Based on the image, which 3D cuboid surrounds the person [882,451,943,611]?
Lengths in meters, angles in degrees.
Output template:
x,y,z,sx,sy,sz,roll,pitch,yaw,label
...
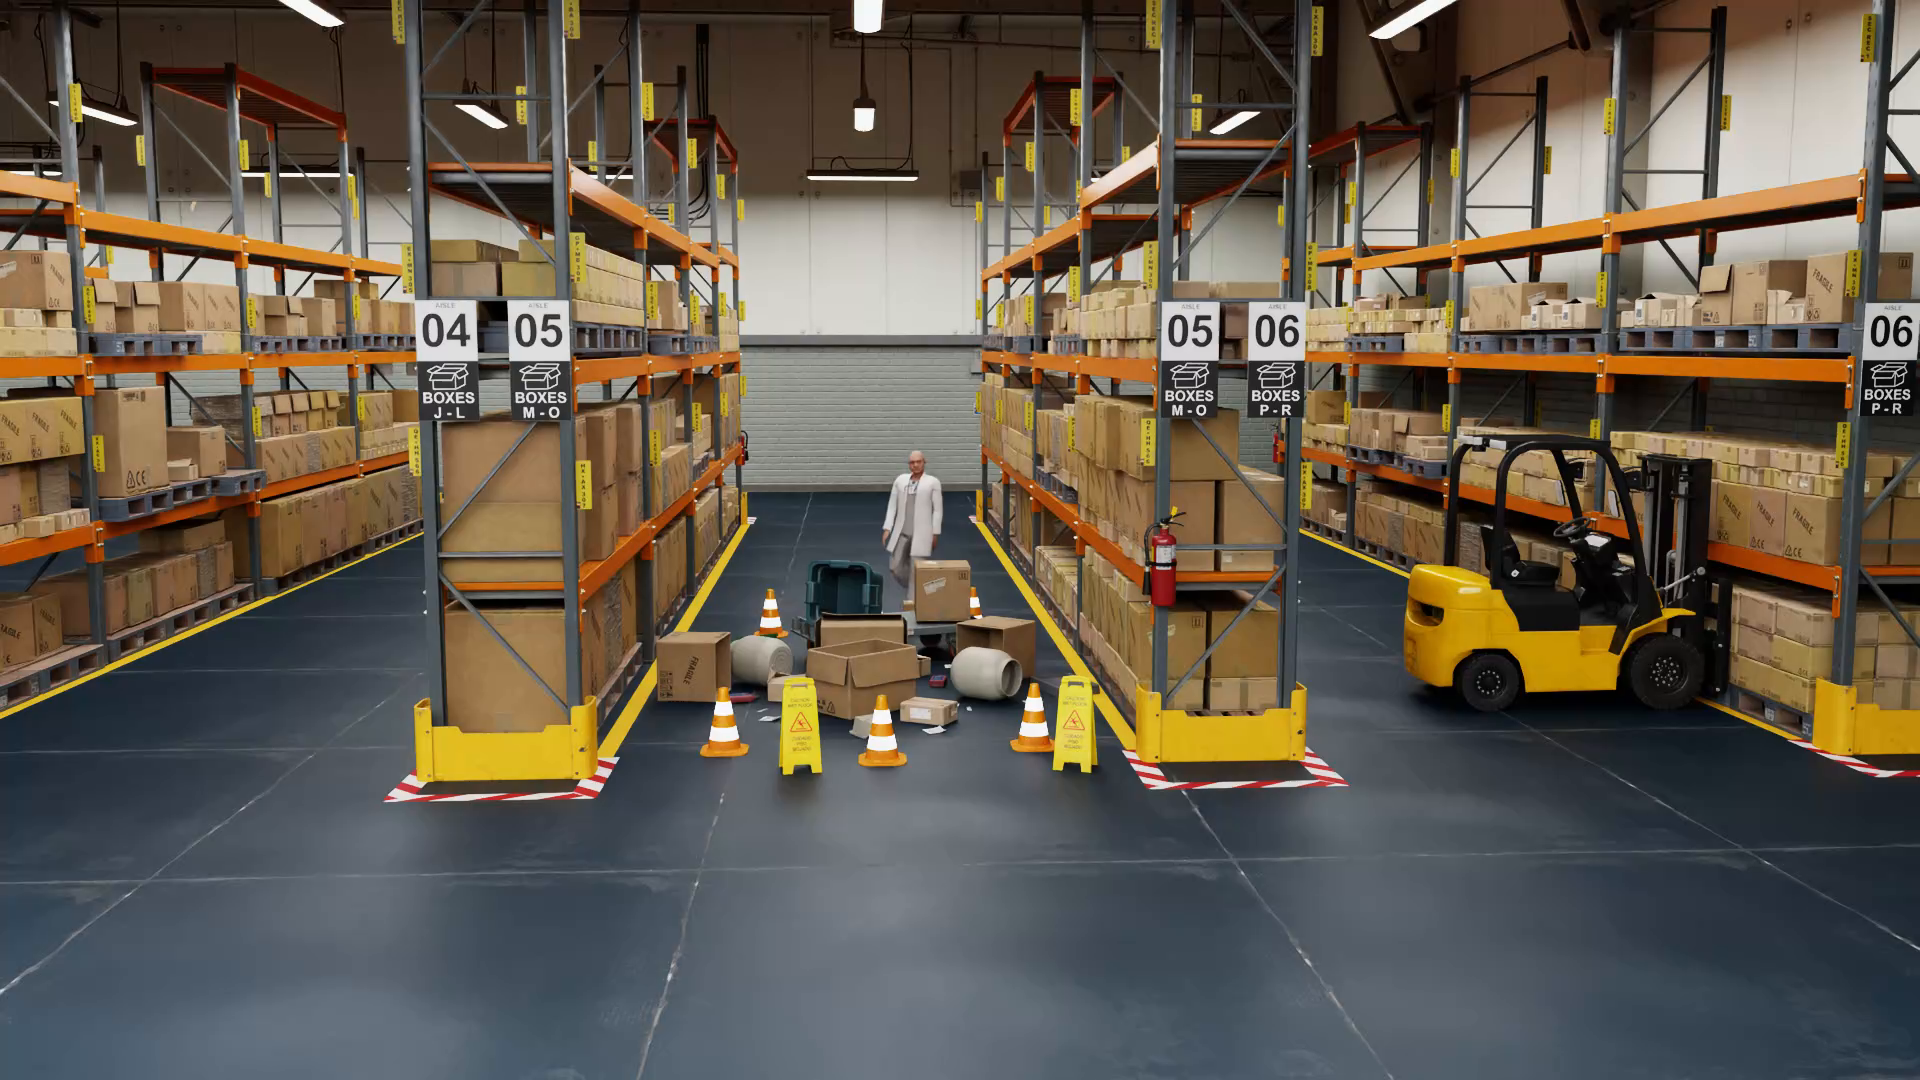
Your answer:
x,y,z,sx,sy,sz,roll,pitch,yaw,label
-0.511,-0.065,17.708,0.636,1.775,0.636,2,7,20,person
